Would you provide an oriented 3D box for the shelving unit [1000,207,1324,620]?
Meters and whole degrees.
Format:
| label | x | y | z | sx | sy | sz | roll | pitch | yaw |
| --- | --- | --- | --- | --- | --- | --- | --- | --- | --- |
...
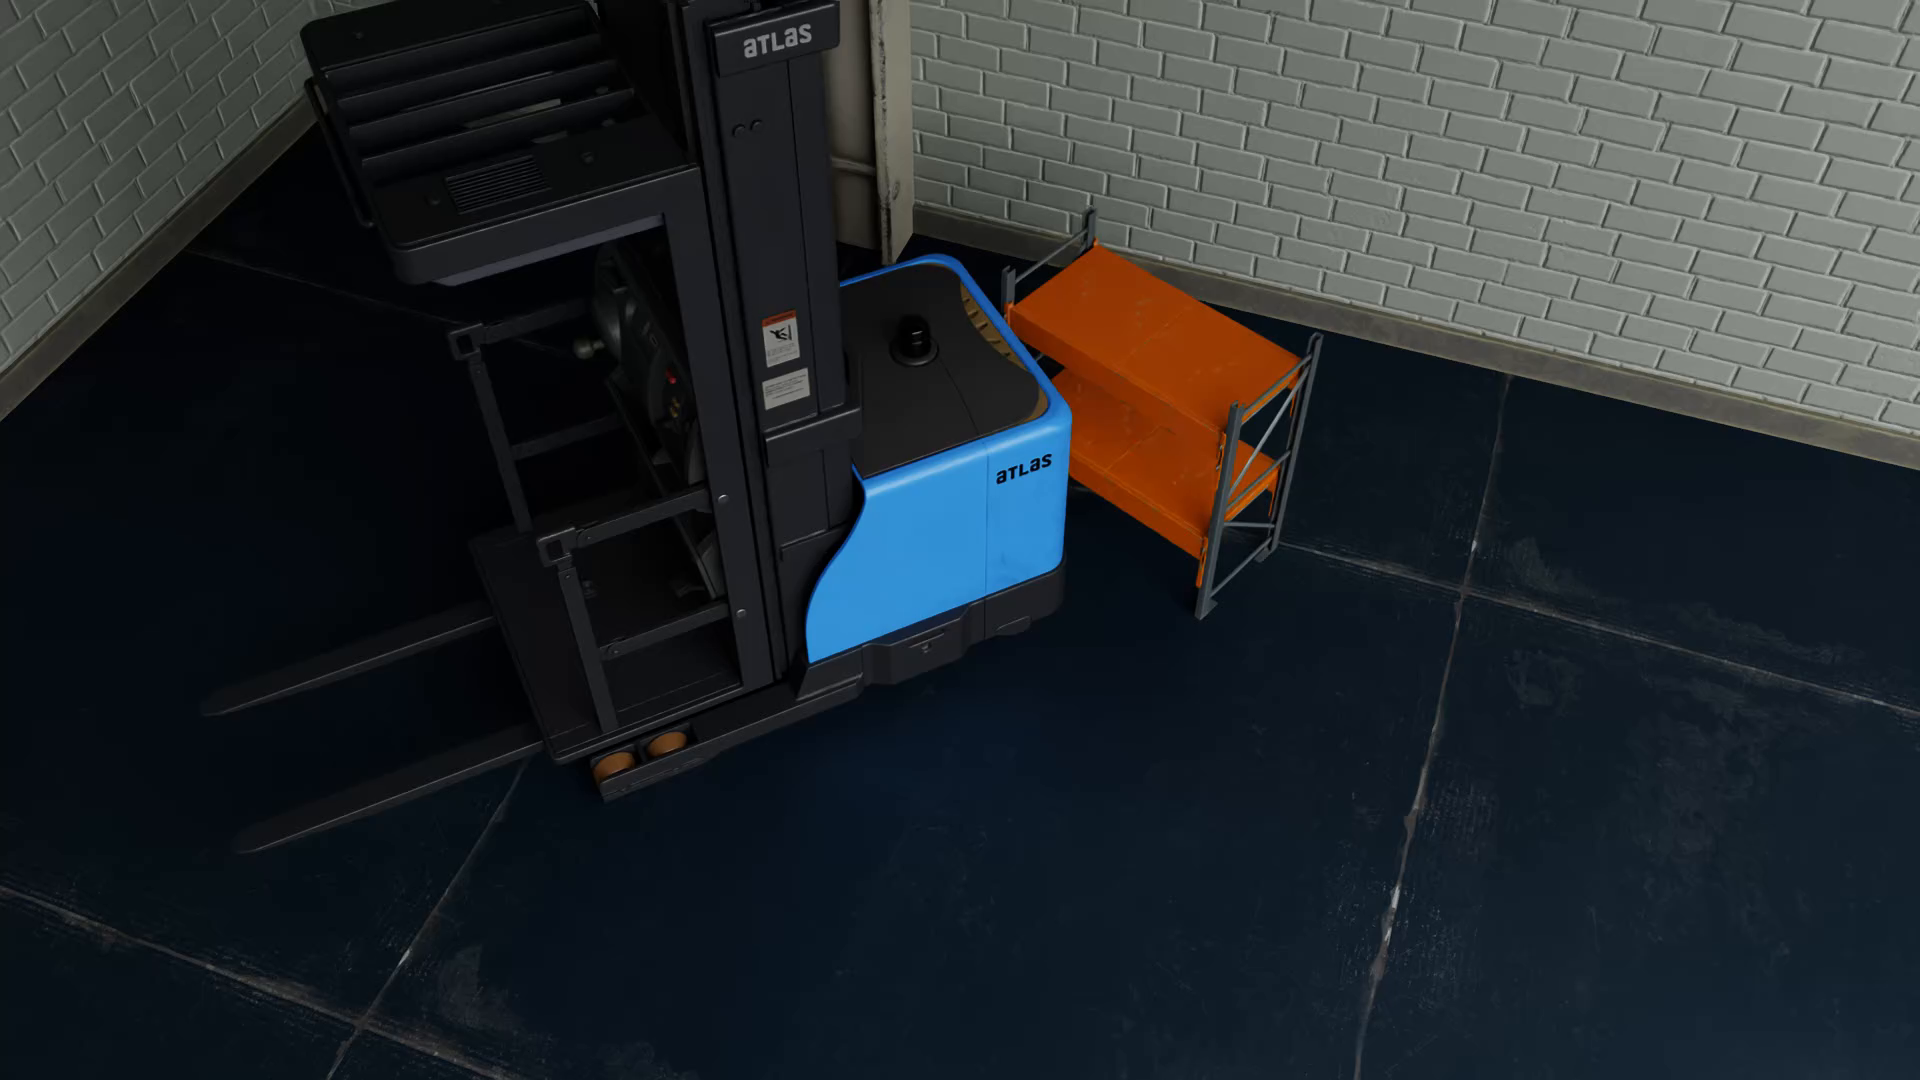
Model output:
| label | x | y | z | sx | sy | sz | roll | pitch | yaw |
| --- | --- | --- | --- | --- | --- | --- | --- | --- | --- |
| shelving unit | 0.702 | -0.468 | 6.278 | 1.048 | 1.125 | 0.538 | 35 | 58 | 26 |

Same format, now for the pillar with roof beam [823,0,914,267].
| label | x | y | z | sx | sy | sz | roll | pitch | yaw |
| --- | --- | --- | --- | --- | --- | --- | --- | --- | --- |
| pillar with roof beam | -1.943 | -1.320 | 1.806 | 0.400 | 9.000 | 9.100 | 16 | 51 | 13 |

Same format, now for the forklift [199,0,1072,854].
| label | x | y | z | sx | sy | sz | roll | pitch | yaw |
| --- | --- | --- | --- | --- | --- | --- | --- | --- | --- |
| forklift | -1.160 | -0.519 | 5.126 | 3.031 | 2.935 | 1.130 | -20 | 52 | -17 |

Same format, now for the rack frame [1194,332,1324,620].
| label | x | y | z | sx | sy | sz | roll | pitch | yaw |
| --- | --- | --- | --- | --- | --- | --- | --- | --- | --- |
| rack frame | 1.076 | -0.208 | 6.052 | 0.032 | 1.125 | 0.500 | 35 | 58 | 26 |

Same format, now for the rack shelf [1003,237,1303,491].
| label | x | y | z | sx | sy | sz | roll | pitch | yaw |
| --- | --- | --- | --- | --- | --- | --- | --- | --- | --- |
| rack shelf | 0.702 | -0.660 | 6.057 | 1.000 | 0.278 | 0.538 | 35 | 58 | 26 |

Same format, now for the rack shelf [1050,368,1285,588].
| label | x | y | z | sx | sy | sz | roll | pitch | yaw |
| --- | --- | --- | --- | --- | --- | --- | --- | --- | --- |
| rack shelf | 0.702 | -0.308 | 6.463 | 1.000 | 0.278 | 0.538 | 35 | 58 | 26 |

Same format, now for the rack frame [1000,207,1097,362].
| label | x | y | z | sx | sy | sz | roll | pitch | yaw |
| --- | --- | --- | --- | --- | --- | --- | --- | --- | --- |
| rack frame | 0.329 | -0.729 | 6.504 | 0.032 | 1.125 | 0.500 | 35 | 58 | 26 |
